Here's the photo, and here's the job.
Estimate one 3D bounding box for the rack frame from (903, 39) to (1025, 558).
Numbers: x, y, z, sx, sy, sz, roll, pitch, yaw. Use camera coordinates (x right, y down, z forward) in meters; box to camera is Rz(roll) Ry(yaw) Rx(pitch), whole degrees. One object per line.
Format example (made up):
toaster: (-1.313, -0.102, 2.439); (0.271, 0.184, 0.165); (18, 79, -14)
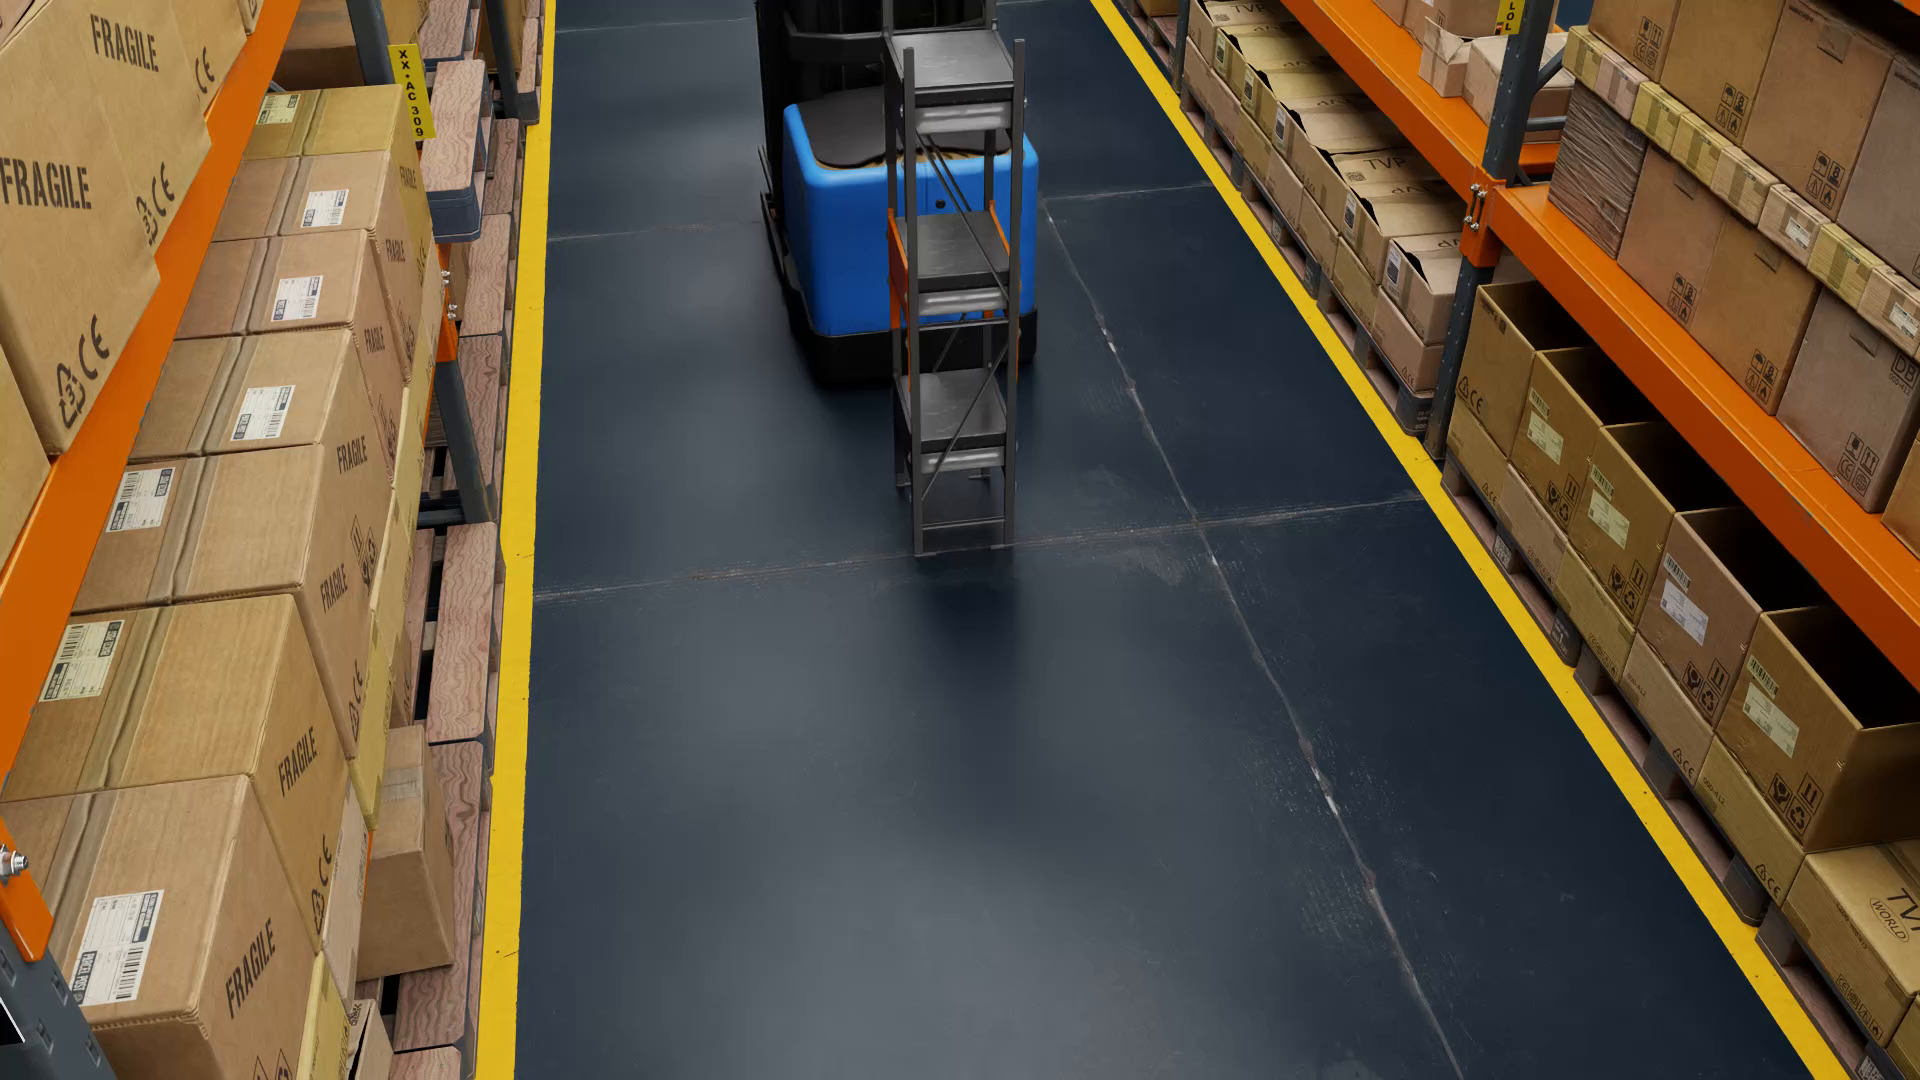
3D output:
rack frame: (0.014, -0.782, 6.045); (0.400, 2.100, 0.015); (-6, 38, -8)

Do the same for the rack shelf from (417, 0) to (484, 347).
rack shelf: (-2.700, -2.000, 7.465); (1.077, 0.370, 4.000); (-6, 38, -8)

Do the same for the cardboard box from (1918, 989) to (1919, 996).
cardboard box: (2.842, 1.137, 4.129); (0.500, 0.500, 0.500); (-6, 38, -8)

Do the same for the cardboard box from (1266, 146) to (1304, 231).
cardboard box: (1.904, -1.832, 8.563); (0.500, 0.250, 0.500); (-5, 38, -7)

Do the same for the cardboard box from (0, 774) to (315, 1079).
cardboard box: (-1.436, 0.775, 2.803); (0.500, 0.500, 0.500); (-6, 38, -8)

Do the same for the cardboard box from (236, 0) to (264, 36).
cardboard box: (-1.807, -1.392, 3.554); (0.500, 0.500, 0.500); (-8, 38, -10)

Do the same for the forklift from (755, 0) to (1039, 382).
forklift: (-0.453, -2.780, 7.939); (1.130, 2.935, 3.031); (-7, 38, -9)

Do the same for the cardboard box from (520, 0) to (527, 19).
cardboard box: (-3.197, -3.797, 10.602); (0.750, 0.750, 0.750); (-6, 38, -8)

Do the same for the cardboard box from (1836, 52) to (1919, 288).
cardboard box: (2.875, -0.986, 4.435); (0.700, 0.500, 0.500); (-6, 38, -8)

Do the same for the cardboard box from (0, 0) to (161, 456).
cardboard box: (-1.519, -0.449, 2.340); (0.500, 0.500, 0.500); (-4, 38, -5)

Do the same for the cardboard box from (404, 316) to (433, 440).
cardboard box: (-1.888, -0.469, 5.015); (0.500, 0.250, 0.500); (-6, 38, -8)

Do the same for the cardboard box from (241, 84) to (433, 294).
cardboard box: (-1.962, -1.068, 5.175); (0.500, 0.500, 0.500); (-6, 38, -8)

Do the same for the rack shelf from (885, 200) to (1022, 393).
rack shelf: (-0.029, -0.918, 6.243); (0.431, 0.518, 0.480); (-6, 38, -8)

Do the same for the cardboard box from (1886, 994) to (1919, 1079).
cardboard box: (2.844, 1.433, 4.359); (0.500, 0.250, 0.500); (-6, 38, -8)

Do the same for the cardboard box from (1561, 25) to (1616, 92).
cardboard box: (2.384, -1.723, 5.913); (0.380, 0.149, 0.250); (-6, 38, -8)

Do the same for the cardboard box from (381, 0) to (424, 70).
cardboard box: (-2.496, -1.938, 6.360); (0.700, 0.500, 0.500); (-3, 38, -3)

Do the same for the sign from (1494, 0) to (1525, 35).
sign: (1.995, -1.973, 5.965); (0.100, 0.325, 0.005); (-6, 38, -8)

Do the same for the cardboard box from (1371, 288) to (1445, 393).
cardboard box: (2.169, -0.910, 7.376); (0.500, 0.250, 0.500); (-7, 38, -8)

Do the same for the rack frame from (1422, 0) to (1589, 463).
rack frame: (2.527, -1.611, 6.379); (1.000, 3.000, 0.127); (-6, 38, -8)

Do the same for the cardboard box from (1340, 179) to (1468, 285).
cardboard box: (2.077, -1.440, 7.600); (0.500, 0.311, 0.500); (-5, 38, -7)

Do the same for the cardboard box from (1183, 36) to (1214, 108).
cardboard box: (1.629, -2.759, 9.755); (0.500, 0.250, 0.500); (-6, 38, -8)

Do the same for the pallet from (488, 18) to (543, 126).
pallet: (-3.114, -2.875, 10.279); (1.003, 0.211, 1.213); (-6, 38, -8)

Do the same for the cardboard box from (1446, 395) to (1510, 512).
cardboard box: (2.310, -0.378, 6.691); (0.500, 0.250, 0.500); (-6, 38, -8)

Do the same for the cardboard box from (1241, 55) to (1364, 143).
cardboard box: (1.816, -2.356, 8.779); (0.500, 0.311, 0.500); (-7, 38, -9)

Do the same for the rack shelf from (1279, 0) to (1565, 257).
rack shelf: (2.177, -2.535, 8.154); (1.077, 0.370, 4.000); (-6, 38, -8)

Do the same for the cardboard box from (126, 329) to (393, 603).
cardboard box: (-1.699, -0.148, 3.990); (0.500, 0.500, 0.500); (-5, 38, -7)

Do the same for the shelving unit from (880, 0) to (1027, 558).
shelving unit: (-0.029, -0.929, 6.235); (0.431, 2.100, 0.503); (-6, 38, -8)

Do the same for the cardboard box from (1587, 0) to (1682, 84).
cardboard box: (2.611, -1.895, 5.606); (0.700, 0.500, 0.500); (-6, 38, -8)

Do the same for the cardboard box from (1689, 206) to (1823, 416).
cardboard box: (2.794, -0.762, 5.204); (0.700, 0.500, 0.500); (-6, 38, -7)

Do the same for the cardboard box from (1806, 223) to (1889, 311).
cardboard box: (2.659, -0.788, 4.709); (0.380, 0.149, 0.250); (-7, 38, -8)

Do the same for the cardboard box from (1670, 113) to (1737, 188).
cardboard box: (2.522, -1.258, 5.314); (0.380, 0.149, 0.250); (-7, 38, -8)

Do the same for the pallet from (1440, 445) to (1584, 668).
pallet: (2.625, -0.025, 6.610); (1.003, 0.211, 1.213); (-6, 38, -8)

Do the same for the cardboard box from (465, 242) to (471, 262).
cardboard box: (-2.782, -1.628, 8.080); (0.700, 0.500, 0.500); (-6, 38, -8)

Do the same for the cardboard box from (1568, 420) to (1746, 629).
cardboard box: (2.476, -0.069, 5.682); (0.500, 0.500, 0.500); (-6, 38, -8)

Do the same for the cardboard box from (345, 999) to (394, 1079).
cardboard box: (-1.780, 1.456, 4.264); (0.500, 0.311, 0.500); (-3, 38, -4)

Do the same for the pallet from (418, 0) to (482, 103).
pallet: (-2.663, -2.225, 7.325); (1.003, 0.211, 1.213); (-6, 38, -8)

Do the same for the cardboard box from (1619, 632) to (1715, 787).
cardboard box: (2.569, 0.528, 5.524); (0.500, 0.250, 0.500); (-6, 38, -8)

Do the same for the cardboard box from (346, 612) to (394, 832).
cardboard box: (-1.609, 0.442, 3.842); (0.500, 0.250, 0.500); (-7, 38, -9)

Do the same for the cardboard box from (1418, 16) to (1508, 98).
cardboard box: (2.192, -2.069, 7.078); (0.396, 0.266, 0.258); (-7, 38, -9)

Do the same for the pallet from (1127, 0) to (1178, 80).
pallet: (1.732, -3.381, 10.930); (1.003, 0.211, 1.213); (-6, 38, -8)

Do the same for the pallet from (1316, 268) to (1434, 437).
pallet: (2.360, -0.951, 7.801); (1.003, 0.211, 1.213); (-6, 38, -8)

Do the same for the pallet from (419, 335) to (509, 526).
pallet: (-2.487, -0.445, 7.150); (1.003, 0.211, 1.213); (-6, 38, -8)
